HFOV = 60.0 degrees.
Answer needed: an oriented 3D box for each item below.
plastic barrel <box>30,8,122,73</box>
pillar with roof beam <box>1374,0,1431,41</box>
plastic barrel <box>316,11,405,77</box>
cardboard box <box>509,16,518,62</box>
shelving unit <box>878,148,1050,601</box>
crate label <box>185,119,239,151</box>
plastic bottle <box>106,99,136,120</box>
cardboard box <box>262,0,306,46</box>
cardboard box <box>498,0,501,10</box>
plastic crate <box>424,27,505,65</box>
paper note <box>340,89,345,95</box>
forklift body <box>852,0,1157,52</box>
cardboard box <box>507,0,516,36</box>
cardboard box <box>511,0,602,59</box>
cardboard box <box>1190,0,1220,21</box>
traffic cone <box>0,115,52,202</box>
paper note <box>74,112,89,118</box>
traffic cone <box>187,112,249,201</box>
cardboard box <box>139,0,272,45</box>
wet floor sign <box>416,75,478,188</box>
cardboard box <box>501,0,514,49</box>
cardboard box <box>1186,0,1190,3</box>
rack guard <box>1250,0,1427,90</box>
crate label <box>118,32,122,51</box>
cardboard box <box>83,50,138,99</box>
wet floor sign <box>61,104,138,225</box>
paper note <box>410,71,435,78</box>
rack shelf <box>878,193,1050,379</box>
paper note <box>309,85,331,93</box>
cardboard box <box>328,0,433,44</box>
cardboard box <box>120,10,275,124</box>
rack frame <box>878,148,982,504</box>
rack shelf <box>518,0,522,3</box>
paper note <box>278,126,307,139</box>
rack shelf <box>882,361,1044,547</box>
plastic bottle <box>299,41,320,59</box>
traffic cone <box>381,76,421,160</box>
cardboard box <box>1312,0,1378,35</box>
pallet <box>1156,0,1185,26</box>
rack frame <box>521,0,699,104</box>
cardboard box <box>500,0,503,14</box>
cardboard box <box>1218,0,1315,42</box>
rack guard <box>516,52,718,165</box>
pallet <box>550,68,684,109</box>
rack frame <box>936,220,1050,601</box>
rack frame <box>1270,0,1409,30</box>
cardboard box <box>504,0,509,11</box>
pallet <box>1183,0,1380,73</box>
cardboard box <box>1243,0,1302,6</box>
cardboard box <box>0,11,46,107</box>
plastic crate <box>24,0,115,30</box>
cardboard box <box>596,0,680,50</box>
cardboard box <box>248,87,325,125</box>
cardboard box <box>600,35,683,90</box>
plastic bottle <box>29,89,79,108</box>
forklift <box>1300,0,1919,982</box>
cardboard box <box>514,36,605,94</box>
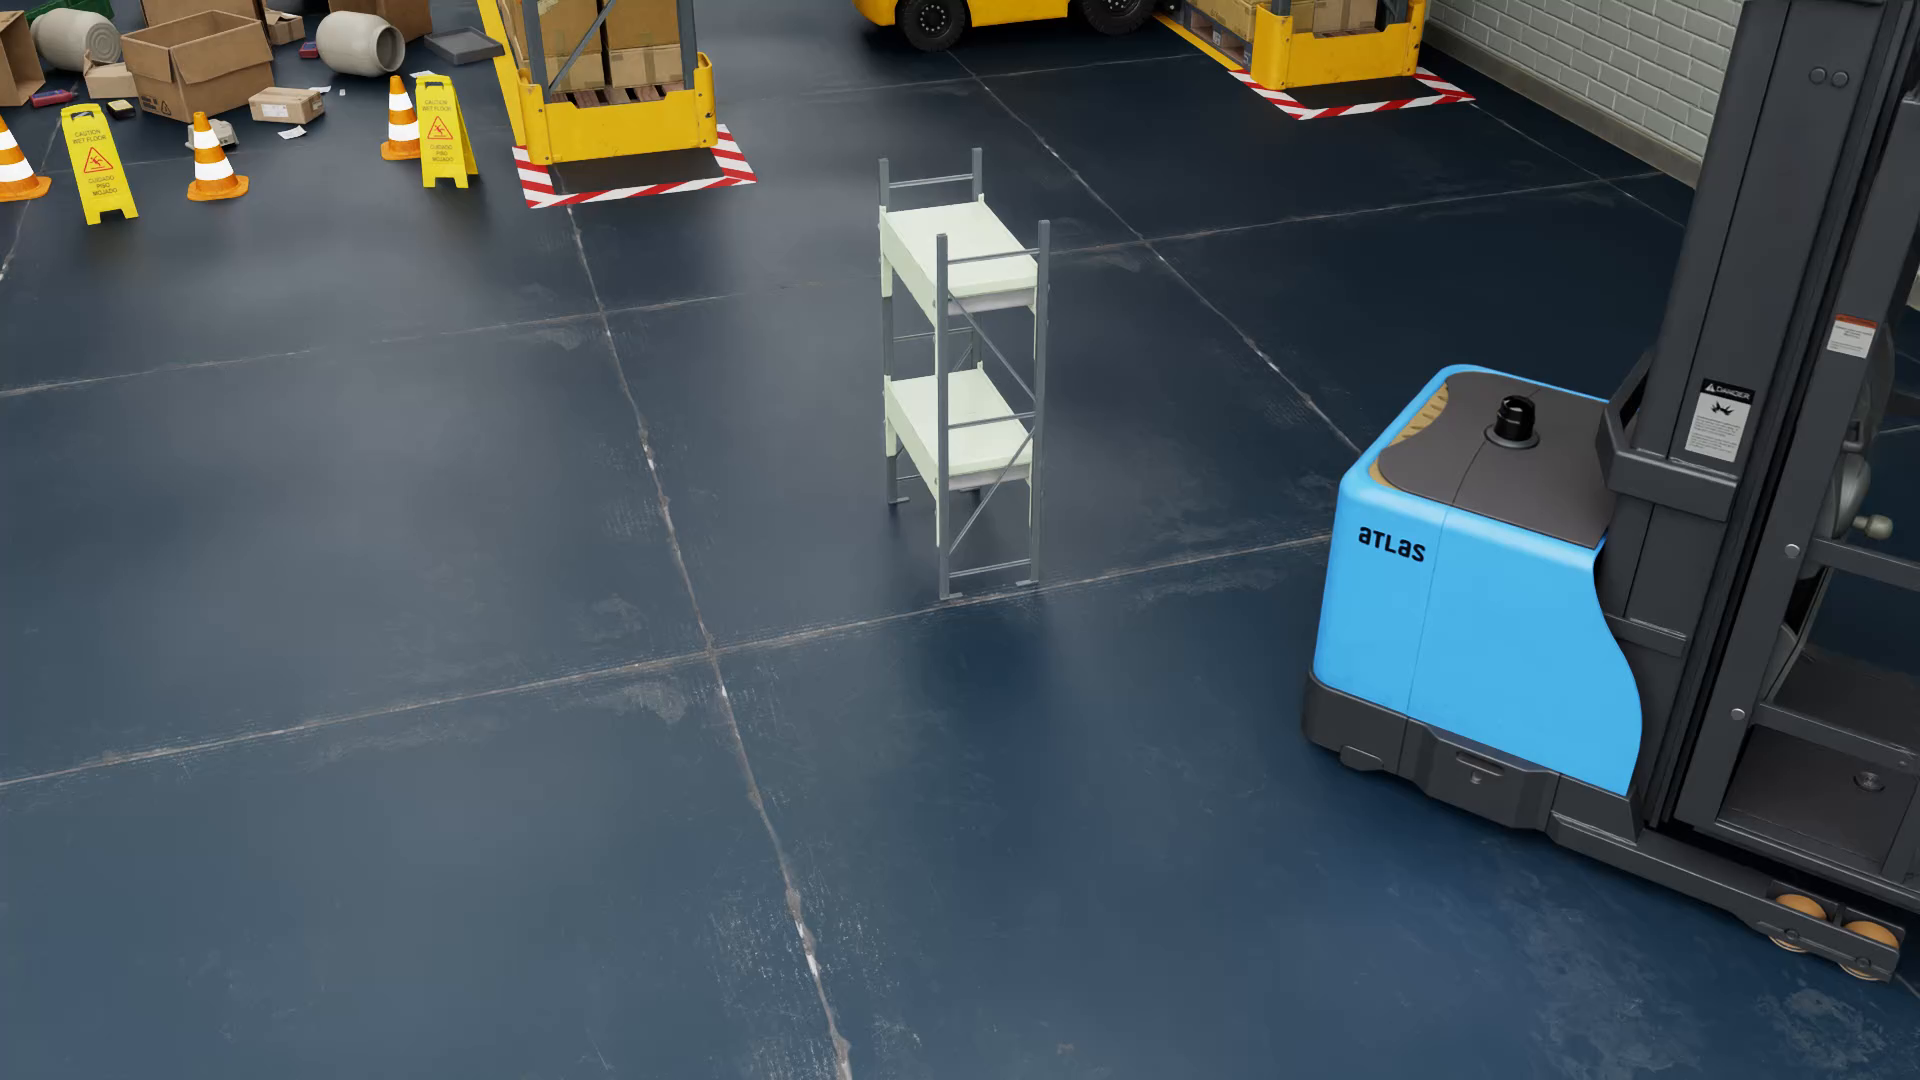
[{"bbox_3d":[-6.203,-3.502,11.666,0.512,0.421,0.421,13,36,18],"label":"plastic barrel"},{"bbox_3d":[-0.835,-6.833,8.928,9.100,9.000,0.400,-10,35,-15],"label":"pillar with roof beam"},{"bbox_3d":[-4.179,-3.455,11.595,0.512,0.421,0.421,13,36,18],"label":"plastic barrel"},{"bbox_3d":[-2.760,-3.380,11.258,0.500,0.250,0.500,-10,35,-15],"label":"cardboard box"},{"bbox_3d":[0.002,-0.622,6.331,0.431,1.500,0.755,-10,35,-15],"label":"shelving unit"},{"bbox_3d":[-4.719,-2.552,10.487,0.298,0.136,0.250,27,42,34],"label":"crate label"},{"bbox_3d":[-5.577,-2.865,11.030,0.133,0.061,0.283,-23,40,-31],"label":"plastic bottle"},{"bbox_3d":[-5.122,-3.871,12.367,0.396,0.266,0.258,19,38,26],"label":"cardboard box"},{"bbox_3d":[-3.230,-4.195,12.490,0.500,0.250,0.500,-8,34,-12],"label":"cardboard box"},{"bbox_3d":[-3.629,-3.620,12.155,0.402,0.080,0.583,-23,40,-31],"label":"plastic crate"},{"bbox_3d":[-4.225,-3.063,11.376,0.032,0.001,0.123,-10,35,-15],"label":"paper note"},{"bbox_3d":[0.303,-4.871,12.171,2.313,2.155,1.214,-10,35,-15],"label":"forklift body"},{"bbox_3d":[-2.762,-3.691,11.048,0.500,0.500,0.500,-9,34,-13],"label":"cardboard box"},{"bbox_3d":[-2.599,-3.418,10.634,0.500,0.500,0.500,-10,35,-14],"label":"cardboard box"},{"bbox_3d":[2.032,-4.021,12.227,0.500,0.250,0.500,-10,35,-15],"label":"cardboard box"},{"bbox_3d":[-5.600,-2.274,9.771,0.336,0.463,0.334,-10,35,-15],"label":"traffic cone"},{"bbox_3d":[-5.809,-2.806,10.988,0.032,0.001,0.123,7,34,10],"label":"paper note"},{"bbox_3d":[-4.420,-2.285,9.789,0.336,0.463,0.334,-10,35,-15],"label":"traffic cone"},{"bbox_3d":[-5.347,-3.701,11.771,0.797,0.637,0.503,-10,35,-15],"label":"cardboard box"},{"bbox_3d":[-3.068,-2.438,9.854,0.267,0.644,0.232,1,33,2],"label":"wet floor sign"},{"bbox_3d":[-2.925,-3.654,11.672,0.500,0.250,0.500,-11,35,-16],"label":"cardboard box"},{"bbox_3d":[1.888,-4.285,12.627,0.500,0.250,0.500,-10,35,-14],"label":"cardboard box"},{"bbox_3d":[2.627,-3.481,11.565,1.175,0.500,0.348,-10,35,-15],"label":"rack guard"},{"bbox_3d":[-6.280,-3.639,12.132,0.250,0.136,0.298,19,38,26],"label":"crate label"},{"bbox_3d":[-5.732,-3.181,11.323,0.396,0.266,0.258,-4,34,-6],"label":"cardboard box"},{"bbox_3d":[-4.896,-2.150,9.418,0.267,0.644,0.232,-16,37,-23],"label":"wet floor sign"},{"bbox_3d":[-3.770,-3.274,11.676,0.142,0.019,0.148,-23,40,-31],"label":"paper note"},{"bbox_3d":[0.002,-0.948,6.116,0.431,0.370,0.720,-10,35,-15],"label":"rack shelf"},{"bbox_3d":[-4.407,-3.089,11.408,0.148,0.019,0.142,1,33,2],"label":"paper note"},{"bbox_3d":[-4.296,-3.967,12.297,0.500,0.500,0.500,13,36,18],"label":"cardboard box"},{"bbox_3d":[-5.054,-3.155,11.068,0.637,0.503,0.797,19,38,26],"label":"cardboard box"},{"bbox_3d":[-0.110,-0.814,6.622,0.400,1.500,0.023,-10,35,-15],"label":"rack frame"},{"bbox_3d":[-2.717,-4.450,11.416,1.077,0.370,4.000,-10,35,-15],"label":"rack shelf"},{"bbox_3d":[-4.291,-2.623,10.691,0.148,0.019,0.142,-23,40,-31],"label":"paper note"},{"bbox_3d":[0.002,-0.350,6.511,0.431,0.370,0.720,-10,35,-15],"label":"rack shelf"},{"bbox_3d":[-4.719,-3.581,12.114,0.133,0.061,0.283,-4,34,-6],"label":"plastic bottle"},{"bbox_3d":[-3.466,-2.650,10.341,0.336,0.463,0.334,-10,35,-15],"label":"traffic cone"},{"bbox_3d":[2.656,-3.855,11.977,0.500,0.250,0.500,-10,35,-15],"label":"cardboard box"},{"bbox_3d":[1.978,-4.407,13.228,1.003,0.211,1.213,-10,35,-15],"label":"pallet"},{"bbox_3d":[-2.107,-3.700,9.628,1.000,3.000,0.127,-10,35,-15],"label":"rack frame"},{"bbox_3d":[-3.066,-3.916,12.069,0.500,0.250,0.500,-10,35,-15],"label":"cardboard box"},{"bbox_3d":[2.175,-3.758,11.830,0.500,0.250,0.500,-10,35,-14],"label":"cardboard box"},{"bbox_3d":[-2.130,-2.697,10.378,1.175,0.500,0.348,-10,35,-15],"label":"rack guard"},{"bbox_3d":[-2.344,-3.009,11.112,1.003,0.211,1.213,-10,35,-15],"label":"pallet"},{"bbox_3d":[0.114,-0.430,6.040,0.400,1.500,0.023,-10,35,-15],"label":"rack frame"},{"bbox_3d":[2.619,-4.537,10.895,1.000,3.000,0.127,-10,35,-15],"label":"rack frame"},{"bbox_3d":[-2.909,-3.957,11.451,0.500,0.500,0.500,-11,35,-16],"label":"cardboard box"},{"bbox_3d":[2.346,-3.768,12.260,1.003,0.211,1.213,-10,35,-15],"label":"pallet"},{"bbox_3d":[2.173,-3.976,11.706,0.500,0.250,0.500,-10,35,-15],"label":"cardboard box"},{"bbox_3d":[-6.559,-3.230,11.183,0.500,0.500,0.500,-4,34,-6],"label":"cardboard box"},{"bbox_3d":[-6.710,-3.894,12.421,0.450,0.188,0.662,-2,32,16],"label":"plastic crate"},{"bbox_3d":[-2.097,-3.523,10.794,0.500,0.500,0.500,-11,35,-16],"label":"cardboard box"},{"bbox_3d":[-4.430,-2.859,10.941,0.380,0.149,0.250,7,34,10],"label":"cardboard box"},{"bbox_3d":[-2.089,-3.198,10.982,0.500,0.250,0.500,-10,35,-15],"label":"cardboard box"},{"bbox_3d":[-6.106,-2.983,11.208,0.283,0.061,0.133,-23,40,-31],"label":"plastic bottle"},{"bbox_3d":[2.668,-0.285,4.523,3.031,2.935,1.130,20,38,28],"label":"forklift"},{"bbox_3d":[-2.617,-3.120,10.864,0.500,0.250,0.500,-10,35,-15],"label":"cardboard box"}]
